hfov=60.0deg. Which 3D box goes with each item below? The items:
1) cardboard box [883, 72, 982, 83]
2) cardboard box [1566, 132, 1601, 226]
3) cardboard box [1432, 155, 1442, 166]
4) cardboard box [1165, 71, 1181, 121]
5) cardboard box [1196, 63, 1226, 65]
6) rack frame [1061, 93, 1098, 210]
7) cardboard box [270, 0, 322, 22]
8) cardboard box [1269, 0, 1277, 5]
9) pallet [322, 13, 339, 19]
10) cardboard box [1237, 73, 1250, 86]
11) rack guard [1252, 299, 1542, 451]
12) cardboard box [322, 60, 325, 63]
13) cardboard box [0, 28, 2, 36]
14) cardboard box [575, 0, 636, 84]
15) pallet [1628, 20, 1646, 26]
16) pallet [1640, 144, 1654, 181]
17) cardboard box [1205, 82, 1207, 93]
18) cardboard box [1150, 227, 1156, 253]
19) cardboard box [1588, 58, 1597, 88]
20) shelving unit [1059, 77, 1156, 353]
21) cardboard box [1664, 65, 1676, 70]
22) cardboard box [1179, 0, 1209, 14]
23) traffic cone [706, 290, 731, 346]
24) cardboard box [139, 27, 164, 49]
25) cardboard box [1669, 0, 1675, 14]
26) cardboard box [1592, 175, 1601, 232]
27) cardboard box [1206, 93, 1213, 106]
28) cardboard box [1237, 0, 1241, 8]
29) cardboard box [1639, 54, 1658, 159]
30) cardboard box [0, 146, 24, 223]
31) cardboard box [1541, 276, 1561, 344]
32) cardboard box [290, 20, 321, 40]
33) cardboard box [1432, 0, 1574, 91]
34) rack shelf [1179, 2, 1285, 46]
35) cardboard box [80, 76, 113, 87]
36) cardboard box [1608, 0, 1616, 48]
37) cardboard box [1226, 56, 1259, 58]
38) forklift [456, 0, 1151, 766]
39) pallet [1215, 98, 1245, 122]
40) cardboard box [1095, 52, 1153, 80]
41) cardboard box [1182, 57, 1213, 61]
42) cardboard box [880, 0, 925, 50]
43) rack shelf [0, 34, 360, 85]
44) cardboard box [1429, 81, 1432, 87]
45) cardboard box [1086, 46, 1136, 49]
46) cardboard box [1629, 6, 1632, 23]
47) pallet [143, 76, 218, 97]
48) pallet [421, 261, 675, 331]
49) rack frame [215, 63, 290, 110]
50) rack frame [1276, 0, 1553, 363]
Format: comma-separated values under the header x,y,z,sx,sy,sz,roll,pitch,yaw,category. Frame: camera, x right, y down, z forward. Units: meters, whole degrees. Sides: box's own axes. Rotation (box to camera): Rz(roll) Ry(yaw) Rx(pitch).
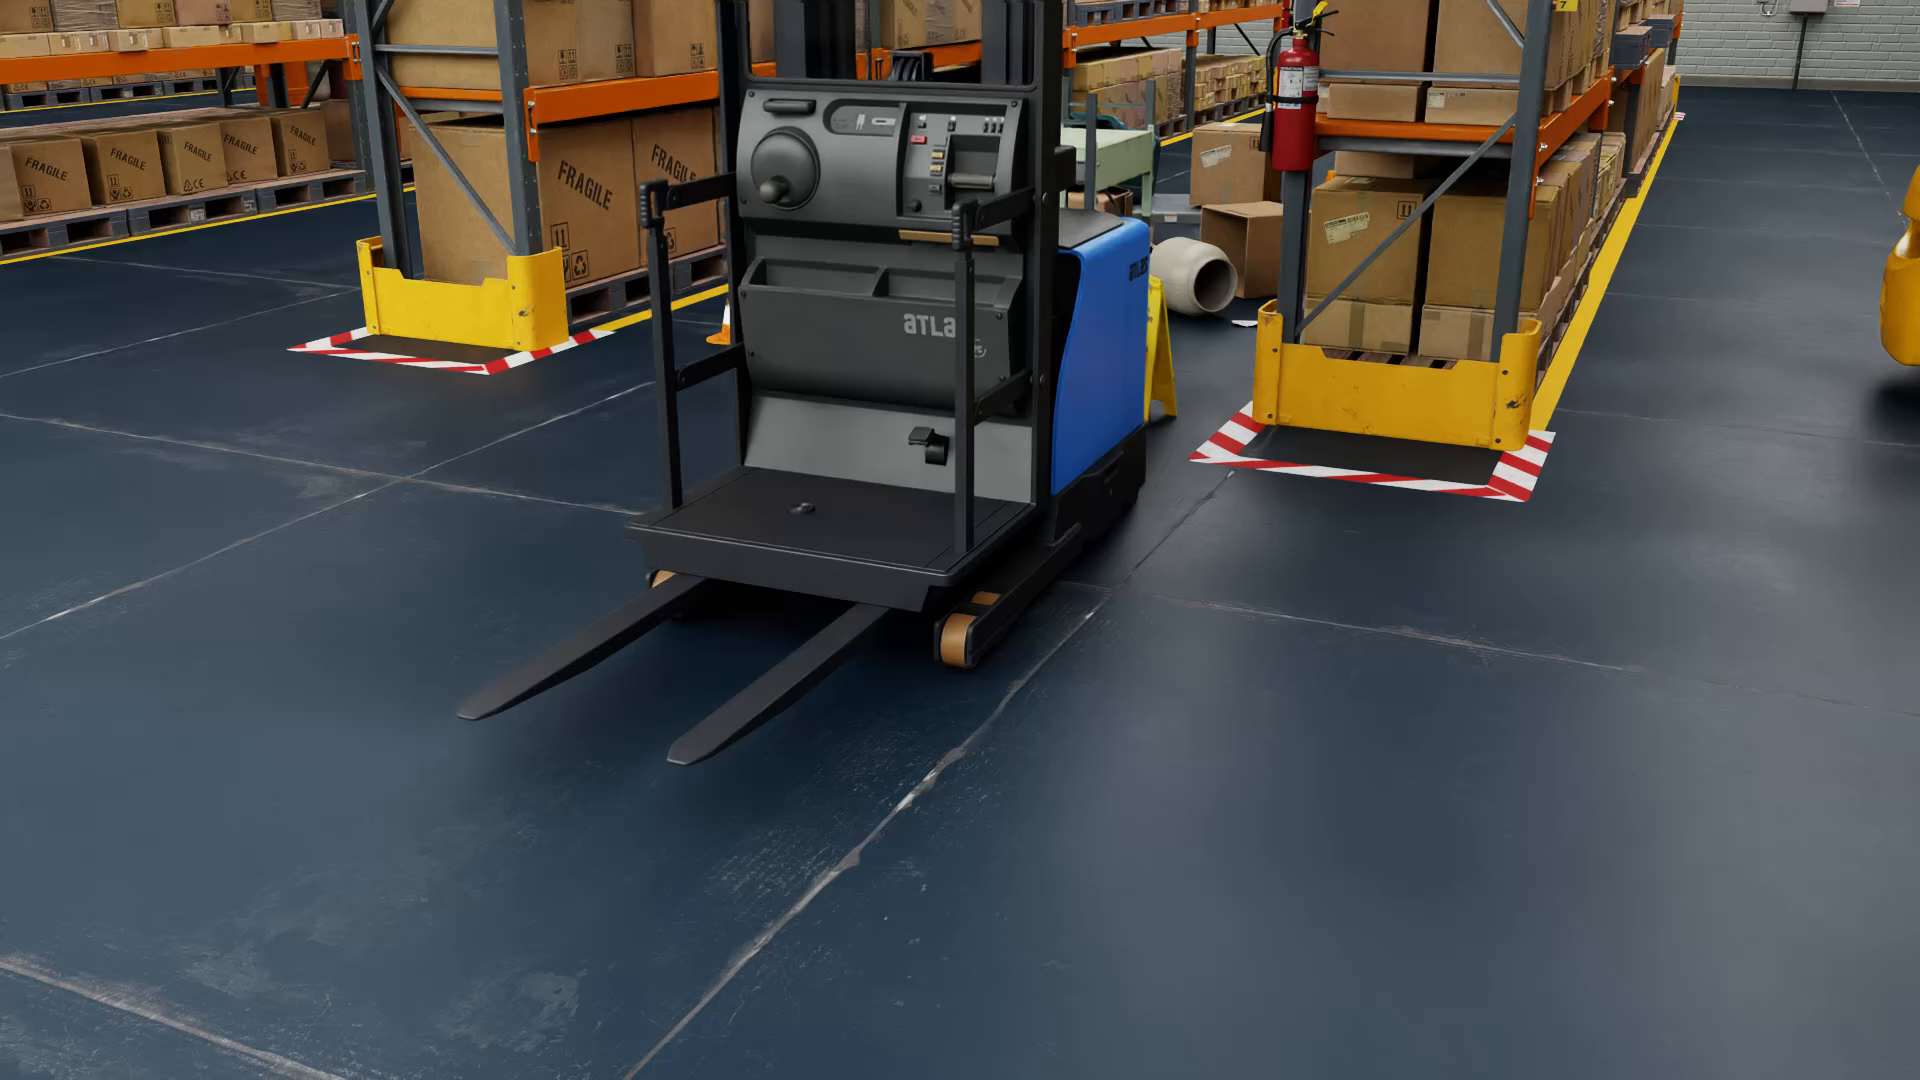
x,y,z,sx,sy,sz,roll,pitch,yaw,category
-0.102,-3.681,14.573,1.050,0.750,0.750,9,21,24,cardboard box
3.507,-2.151,9.899,0.500,0.500,0.500,8,21,22,cardboard box
2.261,-2.011,8.536,0.380,0.149,0.250,10,22,25,cardboard box
2.149,-4.967,18.561,0.500,0.500,0.500,8,21,22,cardboard box
3.079,-5.823,20.607,0.380,0.149,0.250,8,21,20,cardboard box
0.317,-0.954,6.413,0.400,1.500,0.023,8,21,22,rack frame
-5.778,-4.531,13.641,0.875,0.500,0.500,9,21,23,cardboard box
3.985,-7.173,22.037,0.380,0.149,0.250,9,21,23,cardboard box
-5.091,-4.596,14.703,1.003,0.211,1.213,9,21,23,pallet
3.493,-5.905,21.281,0.380,0.149,0.250,9,21,24,cardboard box
1.897,-0.736,7.293,1.175,0.500,0.348,9,21,23,rack guard
-10.532,-7.885,26.734,0.797,0.503,0.637,9,21,23,cardboard box
-6.925,-3.602,11.028,0.875,0.500,0.500,9,21,23,cardboard box
-2.375,-2.900,9.424,0.875,0.550,0.550,9,21,23,cardboard box
4.369,-3.635,12.000,1.003,0.211,1.213,9,21,23,pallet
6.035,-3.625,15.846,1.003,0.211,1.213,9,21,23,pallet
2.752,-5.438,19.967,0.380,0.149,0.250,8,21,22,cardboard box
1.212,-1.871,10.833,0.258,0.266,0.396,-5,20,-15,cardboard box
3.237,-2.544,9.020,0.380,0.149,0.250,8,21,22,cardboard box
0.461,-1.067,6.729,0.431,1.500,0.755,8,21,22,shelving unit
8.239,-5.557,20.315,0.875,0.438,0.875,8,21,21,cardboard box
2.637,-6.131,19.106,0.380,0.149,0.250,9,22,25,cardboard box
-1.178,-1.311,8.965,0.336,0.463,0.334,9,21,23,traffic cone
-6.157,-3.726,12.345,0.380,0.149,0.250,9,21,23,cardboard box
7.211,-5.714,17.409,0.500,0.500,0.500,9,22,24,cardboard box
3.717,-2.234,11.068,0.950,0.372,0.625,9,21,23,cardboard box
2.828,-5.294,20.005,0.380,0.149,0.250,8,21,22,cardboard box
3.283,-6.708,20.730,0.380,0.149,0.250,9,21,24,cardboard box
5.870,-4.005,15.297,0.875,0.875,0.875,9,21,23,cardboard box
-6.904,-2.459,11.511,0.500,0.500,0.500,13,23,33,cardboard box
2.665,-1.157,8.221,0.500,0.250,0.500,9,22,25,cardboard box
-5.468,-4.174,13.603,0.380,0.149,0.250,9,21,23,cardboard box
2.313,-2.185,7.042,0.500,0.500,0.500,8,21,22,cardboard box
3.042,-6.480,20.786,1.077,0.370,4.000,9,21,23,rack shelf
-12.069,-6.499,22.841,0.500,0.500,0.500,8,21,22,cardboard box
3.549,-3.131,9.702,0.500,0.500,0.500,8,21,21,cardboard box
3.720,-6.299,21.946,0.380,0.149,0.250,9,21,24,cardboard box
-0.337,-1.162,4.861,1.130,2.935,3.031,8,21,22,forklift
2.964,-5.478,21.057,1.003,0.211,1.213,9,21,23,pallet
1.722,-5.000,17.535,0.500,0.250,0.500,8,21,20,cardboard box
3.087,-6.204,21.677,0.380,0.149,0.250,7,21,20,cardboard box
-0.592,-3.933,12.401,0.500,0.500,0.500,9,21,23,cardboard box
-6.356,-3.523,12.472,1.077,0.370,4.000,9,21,23,rack shelf
2.262,-2.226,8.126,0.380,0.149,0.250,9,21,23,cardboard box
1.679,-5.391,18.636,0.500,0.250,0.500,8,21,20,cardboard box
4.422,-3.639,11.473,0.380,0.149,0.250,9,21,23,cardboard box
-11.596,-6.711,24.526,1.003,0.211,1.213,9,21,23,pallet
-2.435,-1.480,9.816,1.003,0.211,1.213,9,21,23,pallet
-8.418,-6.376,19.420,1.000,3.000,0.127,9,21,23,rack frame
1.866,-1.891,6.808,1.000,3.000,0.127,9,21,23,rack frame
